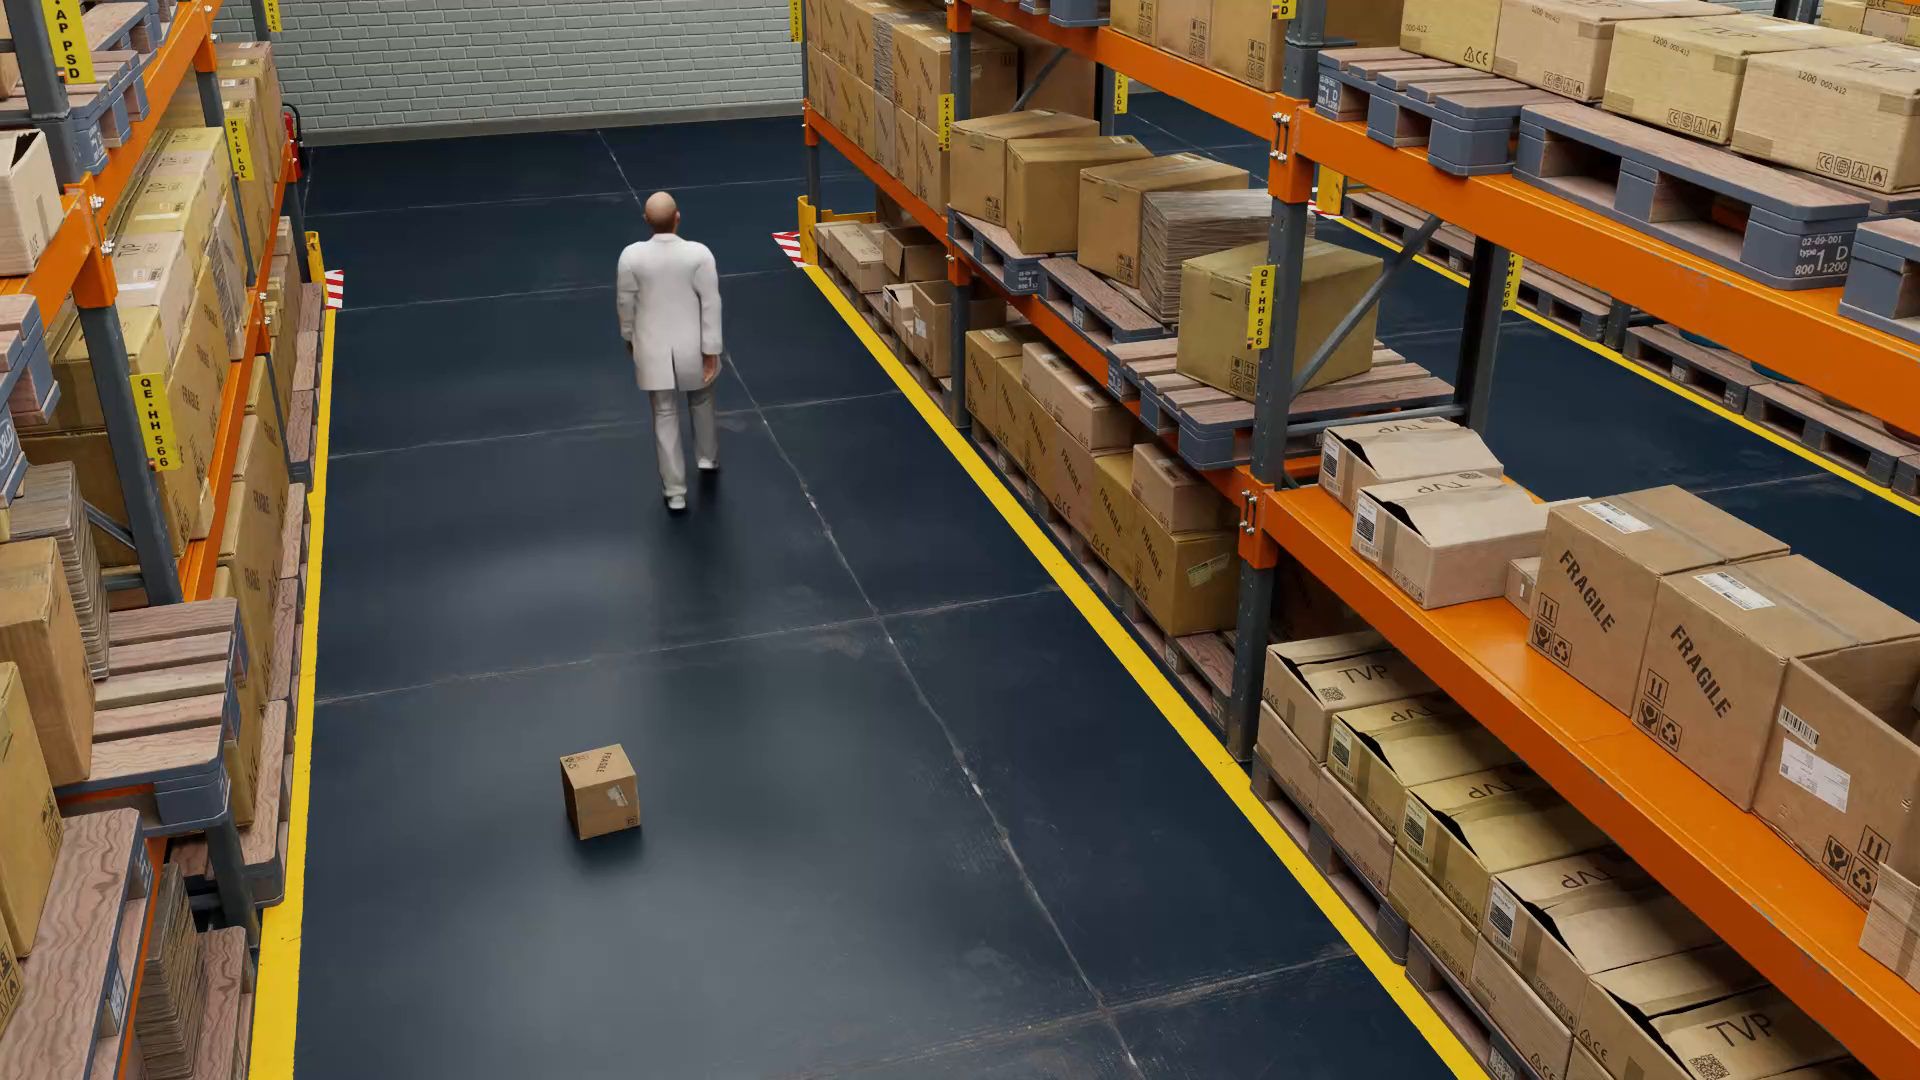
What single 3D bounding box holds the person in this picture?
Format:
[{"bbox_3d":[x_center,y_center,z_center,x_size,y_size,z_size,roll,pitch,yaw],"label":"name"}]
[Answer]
[{"bbox_3d":[-1.622,-1.100,9.402,0.576,1.811,0.822,-4,26,-8],"label":"person"}]
